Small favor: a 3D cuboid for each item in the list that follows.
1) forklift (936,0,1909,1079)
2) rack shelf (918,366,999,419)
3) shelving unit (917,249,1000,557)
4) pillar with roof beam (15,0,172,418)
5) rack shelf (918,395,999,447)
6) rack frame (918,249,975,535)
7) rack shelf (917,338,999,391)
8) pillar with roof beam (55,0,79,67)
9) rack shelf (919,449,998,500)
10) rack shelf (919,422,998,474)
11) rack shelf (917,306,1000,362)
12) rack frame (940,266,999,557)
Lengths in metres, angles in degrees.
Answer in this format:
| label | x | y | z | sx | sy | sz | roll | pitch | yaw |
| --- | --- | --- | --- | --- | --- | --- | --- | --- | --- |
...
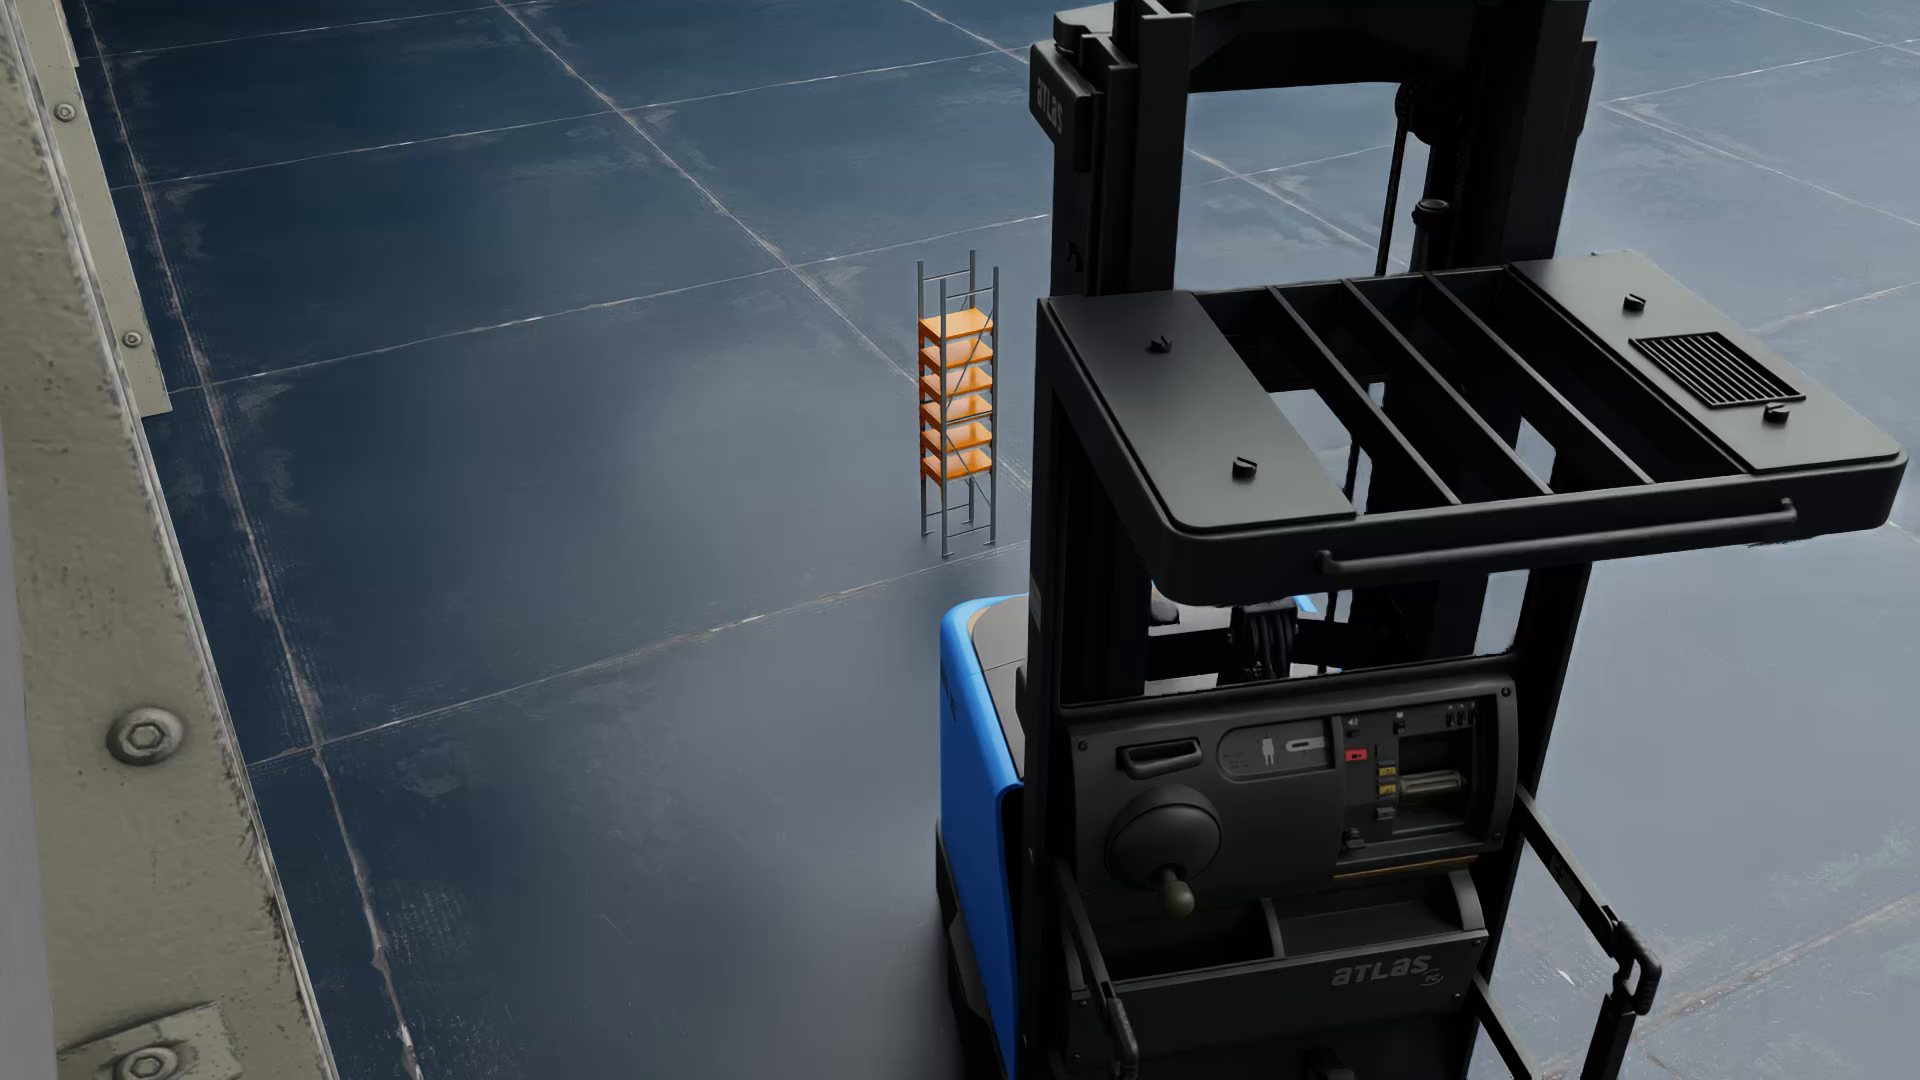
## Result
| label | x | y | z | sx | sy | sz | roll | pitch | yaw |
| --- | --- | --- | --- | --- | --- | --- | --- | --- | --- |
| forklift | 0.718 | 0.566 | 3.149 | 1.130 | 2.935 | 3.031 | -6 | 33 | -9 |
| rack shelf | -0.007 | -0.576 | 6.396 | 0.258 | 0.103 | 0.180 | -16 | 36 | -23 |
| shelving unit | -0.007 | -0.512 | 6.437 | 0.258 | 1.200 | 0.189 | -16 | 36 | -23 |
| pillar with roof beam | -0.059 | -5.525 | 7.032 | 9.100 | 9.000 | 0.400 | -16 | 36 | -23 |
| rack shelf | -0.007 | -0.475 | 6.461 | 0.258 | 0.103 | 0.180 | -16 | 36 | -23 |
| rack frame | -0.049 | -0.556 | 6.505 | 0.240 | 1.200 | 0.006 | -16 | 36 | -23 |
| rack shelf | -0.007 | -0.677 | 6.332 | 0.258 | 0.103 | 0.180 | -16 | 36 | -23 |
| pillar with roof beam | -2.856 | -8.388 | 11.501 | 9.100 | 9.000 | 0.400 | -16 | 36 | -23 |
| rack shelf | -0.007 | -0.273 | 6.591 | 0.258 | 0.103 | 0.180 | -16 | 36 | -23 |
| rack shelf | -0.007 | -0.374 | 6.526 | 0.258 | 0.103 | 0.180 | -16 | 36 | -23 |
| rack shelf | -0.007 | -0.778 | 6.267 | 0.258 | 0.103 | 0.180 | -16 | 36 | -23 |
| rack frame | 0.036 | -0.468 | 6.369 | 0.240 | 1.200 | 0.006 | -16 | 36 | -23 |
